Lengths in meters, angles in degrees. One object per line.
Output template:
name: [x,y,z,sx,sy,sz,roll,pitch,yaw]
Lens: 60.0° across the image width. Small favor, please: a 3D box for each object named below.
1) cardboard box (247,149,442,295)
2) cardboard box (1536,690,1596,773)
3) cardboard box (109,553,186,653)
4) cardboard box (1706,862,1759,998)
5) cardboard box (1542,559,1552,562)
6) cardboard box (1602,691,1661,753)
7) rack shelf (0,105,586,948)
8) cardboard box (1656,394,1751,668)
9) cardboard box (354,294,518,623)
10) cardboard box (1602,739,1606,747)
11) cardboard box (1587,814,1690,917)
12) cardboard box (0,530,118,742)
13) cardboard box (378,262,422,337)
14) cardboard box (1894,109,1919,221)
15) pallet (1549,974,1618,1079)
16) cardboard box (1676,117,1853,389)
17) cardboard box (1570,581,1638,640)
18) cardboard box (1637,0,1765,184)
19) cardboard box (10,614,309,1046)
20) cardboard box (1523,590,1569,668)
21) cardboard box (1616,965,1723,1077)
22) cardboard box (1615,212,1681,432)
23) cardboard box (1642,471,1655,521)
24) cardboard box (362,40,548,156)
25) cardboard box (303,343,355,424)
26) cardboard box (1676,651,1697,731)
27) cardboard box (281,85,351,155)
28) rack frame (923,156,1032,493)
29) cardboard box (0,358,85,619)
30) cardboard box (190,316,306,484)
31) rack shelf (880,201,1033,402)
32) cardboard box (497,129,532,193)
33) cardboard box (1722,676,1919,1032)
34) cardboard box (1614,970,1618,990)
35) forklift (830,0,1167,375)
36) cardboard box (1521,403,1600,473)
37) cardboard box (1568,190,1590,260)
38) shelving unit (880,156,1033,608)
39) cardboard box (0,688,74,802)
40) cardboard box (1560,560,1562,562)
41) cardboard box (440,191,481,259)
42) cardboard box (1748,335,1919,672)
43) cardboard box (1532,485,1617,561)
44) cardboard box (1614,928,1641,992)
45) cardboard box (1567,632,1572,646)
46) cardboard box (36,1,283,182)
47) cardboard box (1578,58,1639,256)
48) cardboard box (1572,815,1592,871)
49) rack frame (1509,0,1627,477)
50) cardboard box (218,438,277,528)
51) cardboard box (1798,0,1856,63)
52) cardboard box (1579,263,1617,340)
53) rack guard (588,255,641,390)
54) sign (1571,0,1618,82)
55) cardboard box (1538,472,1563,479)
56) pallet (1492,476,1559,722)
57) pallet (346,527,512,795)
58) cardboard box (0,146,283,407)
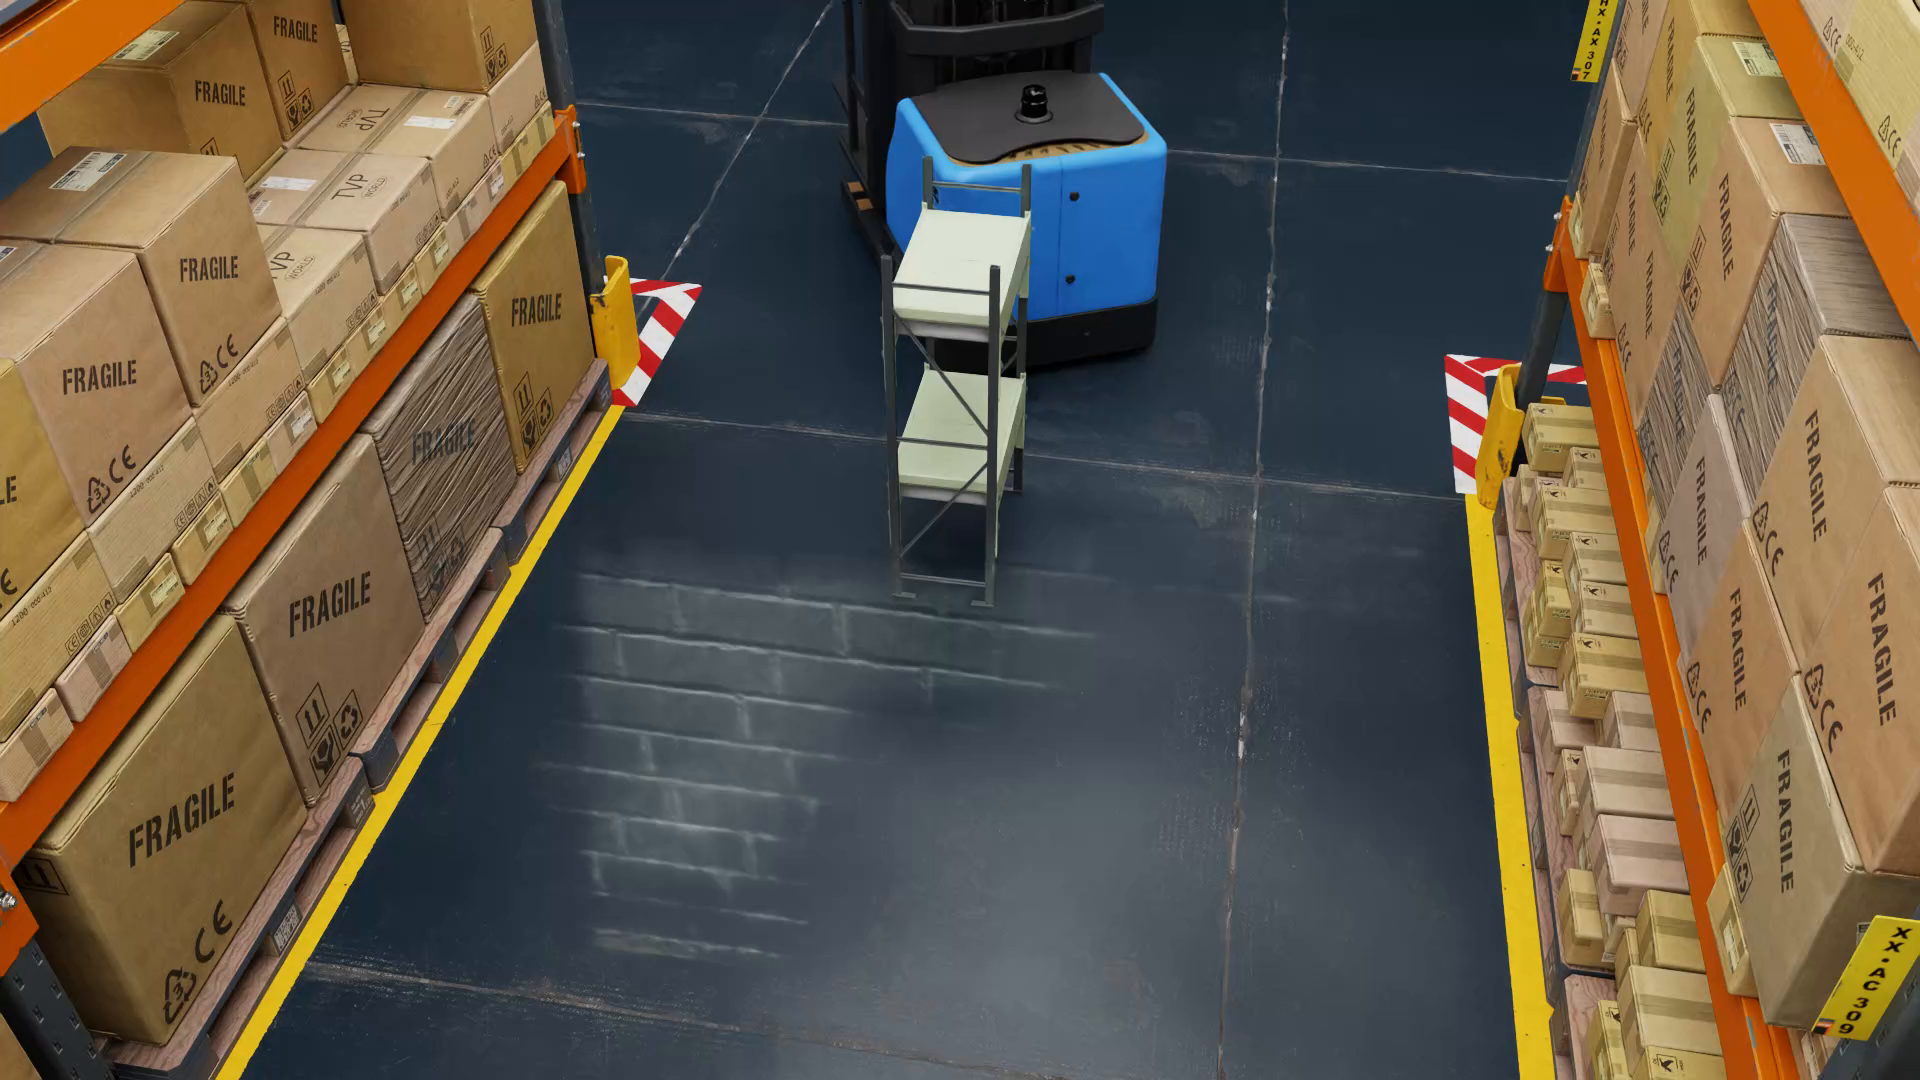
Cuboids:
cardboard box: [-2.092,-1.072,5.577,0.500,0.250,0.500,5,40,6]
cardboard box: [2.136,0.650,5.518,0.380,0.149,0.250,5,40,6]
cardboard box: [-2.316,0.141,4.422,0.380,0.149,0.250,8,40,9]
cardboard box: [1.838,0.852,3.562,0.380,0.149,0.250,5,40,6]
cardboard box: [2.404,0.028,6.270,0.380,0.149,0.250,6,40,7]
cardboard box: [2.191,0.619,5.088,0.380,0.149,0.250,6,40,8]
rack shelf: [-2.440,-0.454,5.510,1.077,0.370,4.000,6,40,8]
cardboard box: [2.066,0.009,4.074,0.500,0.500,0.500,6,40,7]
cardboard box: [-2.283,-0.348,6.155,0.875,0.875,0.875,6,40,8]
cardboard box: [2.206,0.745,5.169,0.380,0.149,0.250,8,40,10]
cardboard box: [2.006,0.934,4.708,0.380,0.149,0.250,5,40,6]
cardboard box: [-2.446,0.201,4.037,0.500,0.250,0.500,6,40,7]
cardboard box: [-2.050,-0.826,5.592,0.380,0.149,0.250,7,40,8]
cardboard box: [1.999,-0.614,2.902,0.500,0.250,0.500,6,40,8]
pallet: [2.163,1.784,4.427,1.003,0.211,1.213,6,40,8]
cardboard box: [2.157,-0.701,4.147,0.500,0.500,0.500,5,40,6]
cardboard box: [2.231,0.291,5.485,0.380,0.149,0.250,8,40,9]
cardboard box: [2.354,-1.345,4.926,0.500,0.500,0.500,7,40,9]
cardboard box: [-2.593,0.776,4.796,0.875,0.875,0.875,6,40,8]
cardboard box: [2.215,0.333,5.901,0.380,0.149,0.250,7,40,8]
cardboard box: [1.928,1.268,4.303,0.380,0.149,0.250,6,40,7]
cardboard box: [2.260,-0.633,4.850,0.500,0.500,0.500,7,40,8]
cardboard box: [2.176,-0.128,4.747,0.380,0.149,0.250,8,40,9]
cardboard box: [-1.916,-1.710,6.348,0.500,0.250,0.500,6,40,7]
cardboard box: [-2.139,-0.507,5.206,0.380,0.149,0.250,5,40,6]
cardboard box: [2.030,0.358,4.160,0.380,0.149,0.250,5,40,6]
cardboard box: [-2.526,-1.445,6.028,0.500,0.250,0.500,6,40,7]
rack frame: [0.062,-0.804,6.545,0.400,1.500,0.023,6,40,8]
cardboard box: [-2.451,-0.094,3.806,0.500,0.500,0.500,6,40,8]
cardboard box: [-2.271,-0.436,4.808,0.500,0.250,0.500,7,40,9]
rack shelf: [-0.001,-0.875,6.018,0.431,0.370,0.720,6,40,8]
cardboard box: [-1.874,-1.467,6.367,0.380,0.149,0.250,7,40,8]
cardboard box: [1.887,0.646,3.302,0.500,0.500,0.500,6,40,8]
cardboard box: [2.089,1.309,4.721,0.380,0.149,0.250,5,40,7]
forklift: [0.002,-2.811,7.850,1.130,2.935,3.031,-11,41,-13]
cardboard box: [2.349,-0.377,6.293,0.380,0.149,0.250,5,40,6]
cardboard box: [2.395,-1.112,5.938,0.380,0.149,0.250,6,40,7]
shelving unit: [-0.001,-0.574,6.267,0.431,1.500,0.755,6,40,8]
cardboard box: [-2.407,0.472,4.023,0.380,0.149,0.250,6,40,8]
cardboard box: [2.372,0.076,5.979,0.380,0.149,0.250,7,40,8]
cardboard box: [-1.963,-1.152,5.986,0.380,0.149,0.250,7,40,8]
cardboard box: [1.981,-0.054,3.365,0.500,0.500,0.500,5,40,6]
cardboard box: [2.250,-0.047,5.894,0.380,0.149,0.250,6,40,8]
cardboard box: [2.027,1.236,4.575,0.380,0.149,0.250,7,40,8]
cardboard box: [2.269,0.402,5.584,0.380,0.149,0.250,5,40,6]
cardboard box: [-2.613,-1.421,5.411,0.500,0.500,0.500,5,40,6]
cardboard box: [2.424,-1.278,5.630,0.500,0.500,0.500,8,40,10]
cardboard box: [2.105,0.982,5.117,0.380,0.149,0.250,7,40,9]
rack frame: [2.774,-1.376,6.060,1.000,3.000,0.127,6,40,8]
cardboard box: [-2.229,-0.184,4.816,0.380,0.149,0.250,6,40,7]
cardboard box: [2.173,-1.243,3.664,0.500,0.250,0.500,6,40,7]
cardboard box: [2.293,-0.785,5.542,0.380,0.149,0.250,5,40,6]
rack guard: [-2.089,-1.038,7.613,1.175,0.500,0.348,6,40,8]
sign: [2.240,-1.770,5.857,0.100,0.325,0.005,6,40,8]
cardboard box: [2.431,-0.253,6.377,0.380,0.149,0.250,8,40,10]
pallet: [2.586,0.252,6.279,1.003,0.211,1.213,6,40,8]
pallet: [-2.368,0.362,6.146,1.003,0.211,1.213,6,40,8]
cardboard box: [-2.273,-0.730,4.574,0.500,0.500,0.500,5,40,6]
